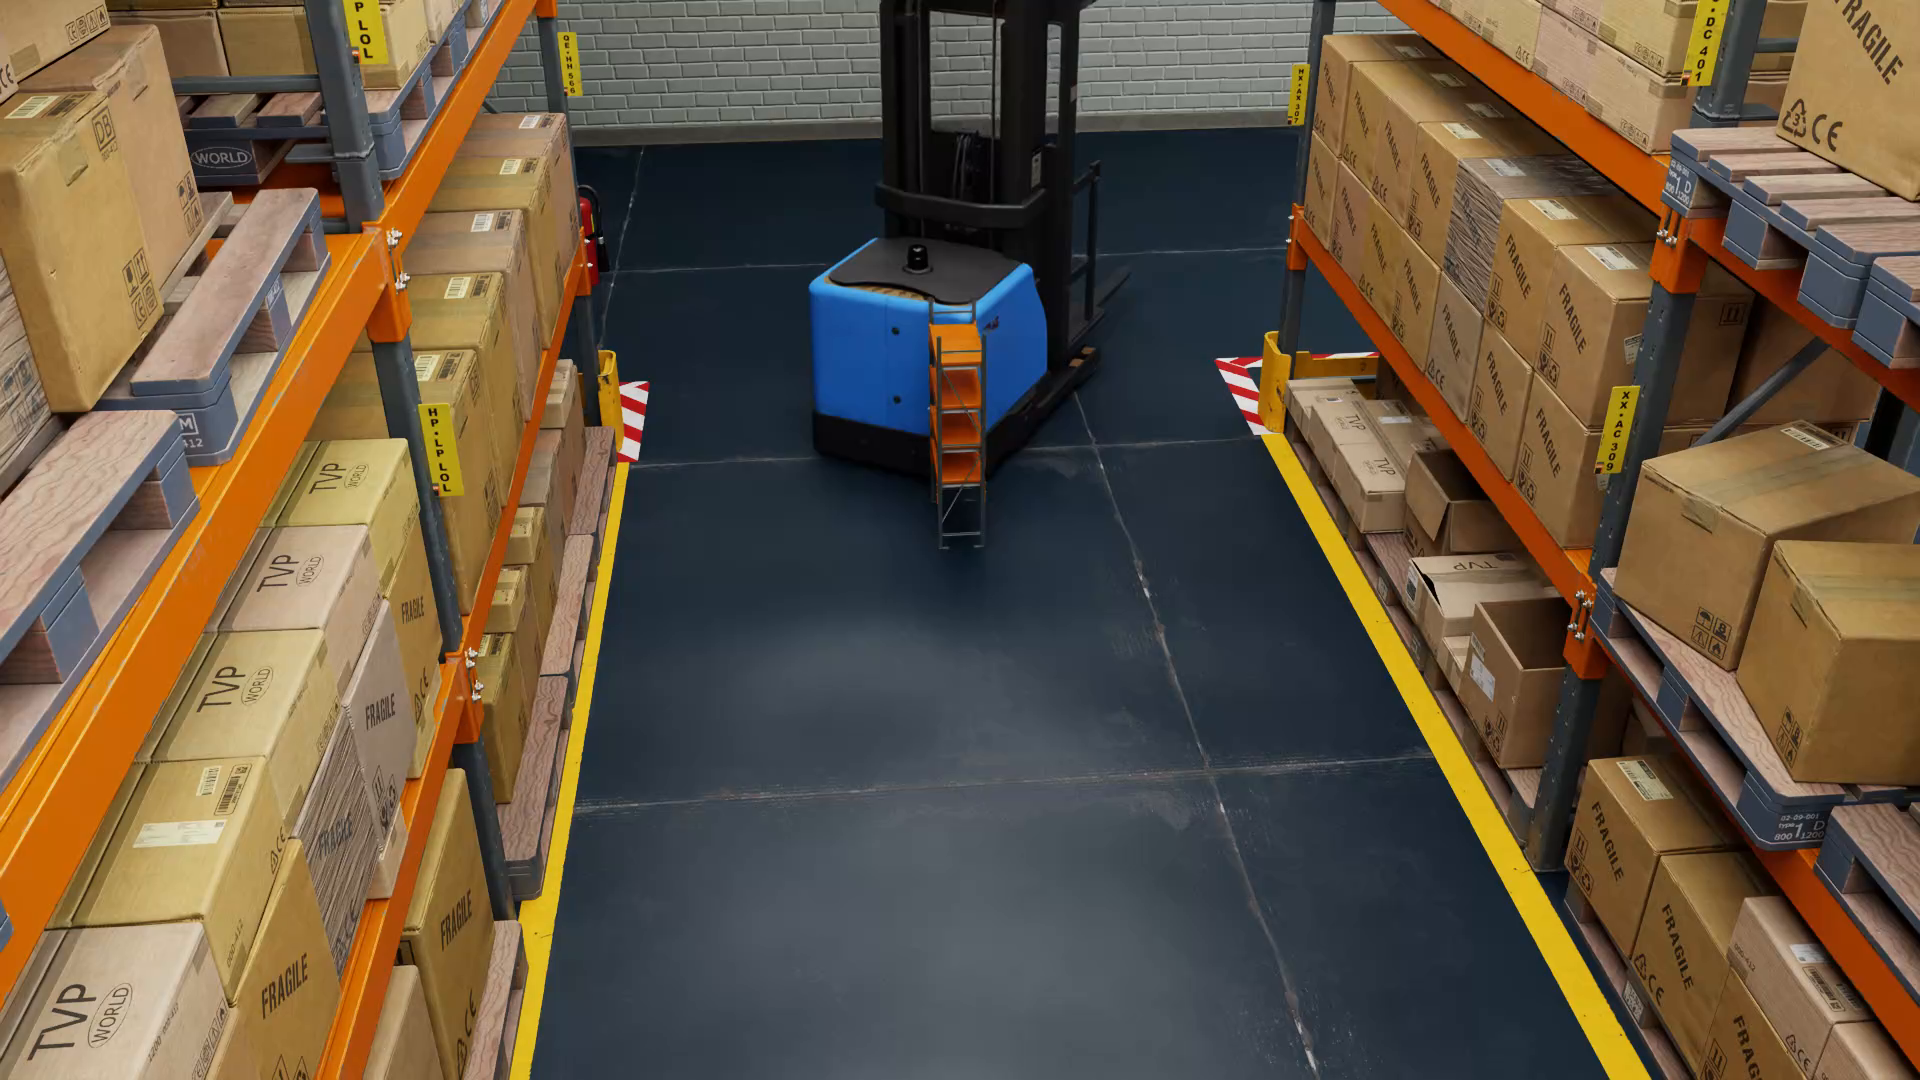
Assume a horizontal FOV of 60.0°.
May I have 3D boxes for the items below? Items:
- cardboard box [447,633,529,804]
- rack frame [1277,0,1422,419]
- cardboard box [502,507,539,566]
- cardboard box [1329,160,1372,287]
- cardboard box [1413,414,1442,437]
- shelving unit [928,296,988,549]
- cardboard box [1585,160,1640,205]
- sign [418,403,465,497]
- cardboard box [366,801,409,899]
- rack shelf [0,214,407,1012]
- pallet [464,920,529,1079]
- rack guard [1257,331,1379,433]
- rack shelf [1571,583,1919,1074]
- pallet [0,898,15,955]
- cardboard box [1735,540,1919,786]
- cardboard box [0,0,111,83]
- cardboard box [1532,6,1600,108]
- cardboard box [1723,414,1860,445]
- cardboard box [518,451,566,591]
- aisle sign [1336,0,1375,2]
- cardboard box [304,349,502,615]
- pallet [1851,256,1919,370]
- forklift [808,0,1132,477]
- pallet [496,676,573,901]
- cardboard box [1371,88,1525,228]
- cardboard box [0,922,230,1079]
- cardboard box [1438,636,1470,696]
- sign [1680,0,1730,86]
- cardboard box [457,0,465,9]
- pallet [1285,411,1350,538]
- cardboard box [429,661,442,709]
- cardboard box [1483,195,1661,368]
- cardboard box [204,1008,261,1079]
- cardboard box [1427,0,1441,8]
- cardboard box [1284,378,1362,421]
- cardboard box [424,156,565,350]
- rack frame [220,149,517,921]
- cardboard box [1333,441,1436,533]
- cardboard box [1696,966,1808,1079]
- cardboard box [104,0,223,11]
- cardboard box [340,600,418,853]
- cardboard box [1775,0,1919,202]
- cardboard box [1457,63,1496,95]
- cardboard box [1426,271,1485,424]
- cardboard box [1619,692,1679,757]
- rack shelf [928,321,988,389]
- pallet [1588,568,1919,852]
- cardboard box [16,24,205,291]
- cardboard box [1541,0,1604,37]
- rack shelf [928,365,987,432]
[{"bbox_3d":[-2.146,0.718,6.650,0.700,0.500,0.500,-2,31,-4],"label":"cardboard box"},{"bbox_3d":[2.380,-2.069,9.289,1.000,3.000,0.127,-3,31,-5],"label":"rack frame"},{"bbox_3d":[-2.045,-0.010,7.237,0.380,0.149,0.250,-4,31,-6],"label":"cardboard box"},{"bbox_3d":[2.213,-1.610,8.422,0.500,0.500,0.500,-3,31,-5],"label":"cardboard box"},{"bbox_3d":[2.624,-0.565,9.104,0.380,0.166,0.250,-3,31,-5],"label":"cardboard box"},{"bbox_3d":[-0.015,-0.600,8.584,0.258,1.200,0.503,-3,31,-5],"label":"shelving unit"},{"bbox_3d":[2.894,-1.279,6.894,0.500,0.500,0.500,-4,31,-6],"label":"cardboard box"},{"bbox_3d":[-1.638,-0.282,5.245,0.100,0.325,0.005,-3,31,-5],"label":"sign"},{"bbox_3d":[-1.755,0.865,4.603,0.380,0.149,0.250,-3,31,-5],"label":"cardboard box"},{"bbox_3d":[-1.991,0.254,3.175,1.077,0.370,4.000,-3,31,-5],"label":"rack shelf"},{"bbox_3d":[-2.031,1.800,5.531,1.003,0.211,1.213,-3,31,-5],"label":"pallet"},{"bbox_3d":[2.387,-0.957,9.865,1.175,0.500,0.348,-3,31,-5],"label":"rack guard"},{"bbox_3d":[2.941,1.303,4.345,1.077,0.370,4.000,-3,31,-5],"label":"rack shelf"},{"bbox_3d":[-1.917,0.722,1.876,1.213,0.211,1.003,-1,31,-2],"label":"pallet"},{"bbox_3d":[2.703,0.350,4.731,0.700,0.500,0.500,2,31,3],"label":"cardboard box"},{"bbox_3d":[-2.226,-1.174,3.607,0.500,0.250,0.500,-1,31,-1],"label":"cardboard box"},{"bbox_3d":[2.407,-1.742,5.962,0.500,0.250,0.500,-3,31,-5],"label":"cardboard box"},{"bbox_3d":[2.978,-0.343,6.302,0.500,0.500,0.500,-2,31,-3],"label":"cardboard box"},{"bbox_3d":[-2.292,-0.072,7.974,0.700,0.500,0.500,-4,31,-6],"label":"cardboard box"},{"bbox_3d":[2.081,-3.206,8.657,0.394,0.787,0.004,-3,31,-5],"label":"aisle sign"},{"bbox_3d":[-2.212,-0.194,5.858,0.980,0.700,0.700,-2,31,-4],"label":"cardboard box"},{"bbox_3d":[2.845,-0.368,3.700,1.213,0.211,1.003,-3,31,-5],"label":"pallet"},{"bbox_3d":[0.241,-2.308,9.755,1.130,2.935,3.031,13,33,21],"label":"forklift"},{"bbox_3d":[-2.171,1.017,6.841,1.003,0.211,1.213,-3,31,-5],"label":"pallet"},{"bbox_3d":[2.257,-1.780,7.732,0.500,0.500,0.500,-2,31,-4],"label":"cardboard box"},{"bbox_3d":[-1.691,0.980,3.046,0.500,0.250,0.500,-3,31,-4],"label":"cardboard box"},{"bbox_3d":[2.323,0.542,7.268,0.380,0.149,0.250,-3,31,-5],"label":"cardboard box"},{"bbox_3d":[2.214,-1.507,4.918,0.100,0.325,0.005,-3,31,-5],"label":"sign"},{"bbox_3d":[-2.069,-2.122,6.092,0.500,0.250,0.500,-4,31,-6],"label":"cardboard box"},{"bbox_3d":[2.463,-0.426,9.258,1.003,0.211,1.213,-3,31,-5],"label":"pallet"},{"bbox_3d":[-1.864,0.471,5.262,0.380,0.149,0.250,-2,31,-4],"label":"cardboard box"},{"bbox_3d":[2.398,-1.006,6.437,0.500,0.500,0.500,-3,31,-6],"label":"cardboard box"},{"bbox_3d":[-1.680,1.294,3.252,0.500,0.500,0.500,-3,31,-5],"label":"cardboard box"},{"bbox_3d":[2.257,-2.507,7.243,0.500,0.250,0.500,-3,31,-5],"label":"cardboard box"},{"bbox_3d":[2.077,-0.804,9.522,0.380,0.149,0.250,-3,31,-5],"label":"cardboard box"},{"bbox_3d":[-2.415,-1.328,7.755,0.980,0.700,0.700,-3,31,-5],"label":"cardboard box"},{"bbox_3d":[-2.178,0.212,5.469,1.000,3.000,0.127,-3,31,-5],"label":"rack frame"},{"bbox_3d":[2.242,-0.276,8.539,0.500,0.250,0.500,-3,31,-5],"label":"cardboard box"},{"bbox_3d":[2.657,1.643,5.082,0.500,0.500,0.500,-2,31,-4],"label":"cardboard box"},{"bbox_3d":[-2.475,-1.902,4.991,0.500,0.500,0.500,-3,31,-5],"label":"cardboard box"},{"bbox_3d":[-1.826,0.517,4.553,0.500,0.500,0.500,-3,31,-4],"label":"cardboard box"},{"bbox_3d":[2.728,-1.320,4.505,0.600,0.600,0.600,-6,31,-9],"label":"cardboard box"},{"bbox_3d":[2.744,-2.069,8.217,0.500,0.500,0.500,-2,31,-3],"label":"cardboard box"},{"bbox_3d":[2.352,-0.838,7.130,0.500,0.500,0.500,-2,31,-3],"label":"cardboard box"},{"bbox_3d":[2.930,0.714,6.823,0.500,0.311,0.500,-3,31,-5],"label":"cardboard box"},{"bbox_3d":[-0.015,-0.937,8.382,0.258,0.148,0.480,-3,31,-5],"label":"rack shelf"},{"bbox_3d":[2.720,0.469,5.227,1.003,0.211,1.213,-3,31,-5],"label":"pallet"},{"bbox_3d":[-2.205,-0.853,3.801,0.700,0.500,0.500,-4,31,-7],"label":"cardboard box"},{"bbox_3d":[2.395,-1.956,5.833,0.500,0.250,0.500,-3,31,-5],"label":"cardboard box"},{"bbox_3d":[-0.015,-0.734,8.504,0.258,0.148,0.480,-3,31,-5],"label":"rack shelf"}]
